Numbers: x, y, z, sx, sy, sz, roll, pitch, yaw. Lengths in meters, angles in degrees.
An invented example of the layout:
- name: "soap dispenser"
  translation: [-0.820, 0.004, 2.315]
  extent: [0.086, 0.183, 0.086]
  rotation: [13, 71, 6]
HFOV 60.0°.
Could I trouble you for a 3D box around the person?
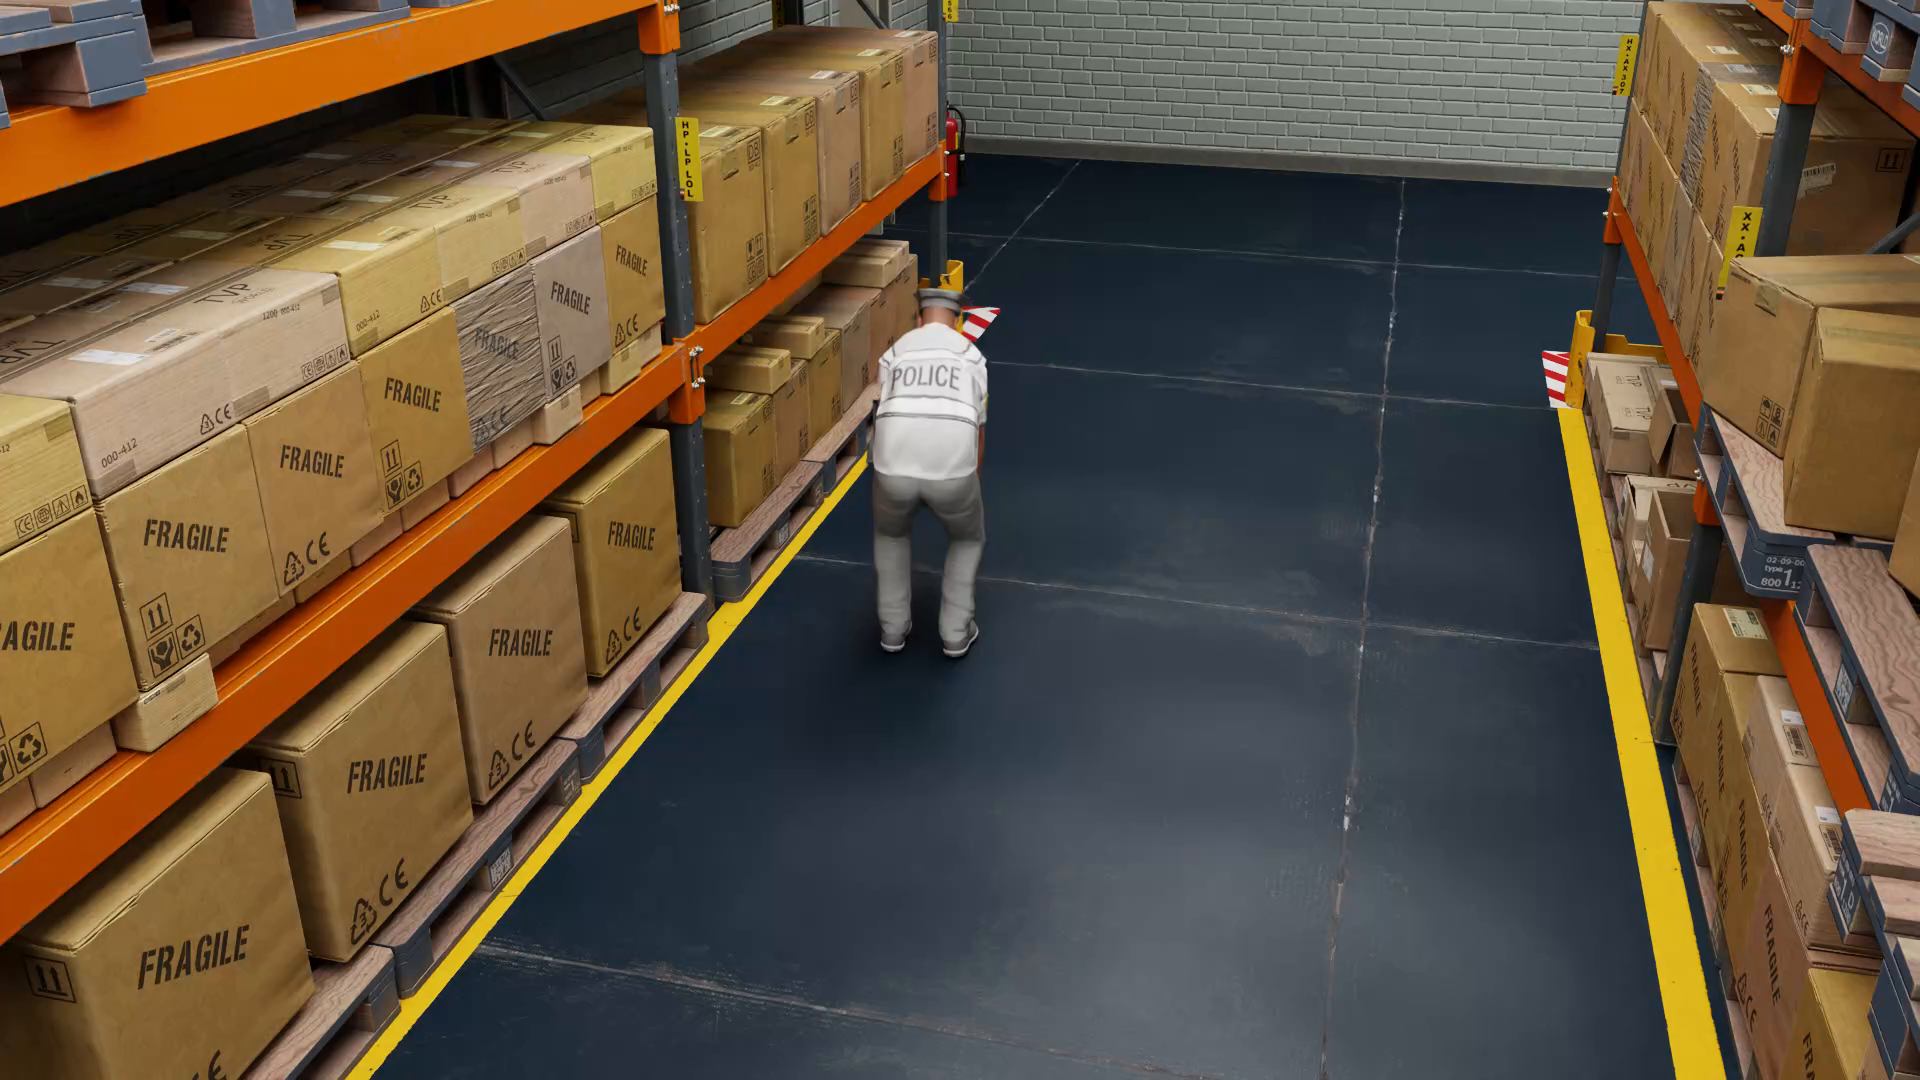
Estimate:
- name: "person"
  translation: [-0.114, -0.295, 7.097]
  extent: [0.485, 1.445, 0.932]
  rotation: [3, 25, 7]
